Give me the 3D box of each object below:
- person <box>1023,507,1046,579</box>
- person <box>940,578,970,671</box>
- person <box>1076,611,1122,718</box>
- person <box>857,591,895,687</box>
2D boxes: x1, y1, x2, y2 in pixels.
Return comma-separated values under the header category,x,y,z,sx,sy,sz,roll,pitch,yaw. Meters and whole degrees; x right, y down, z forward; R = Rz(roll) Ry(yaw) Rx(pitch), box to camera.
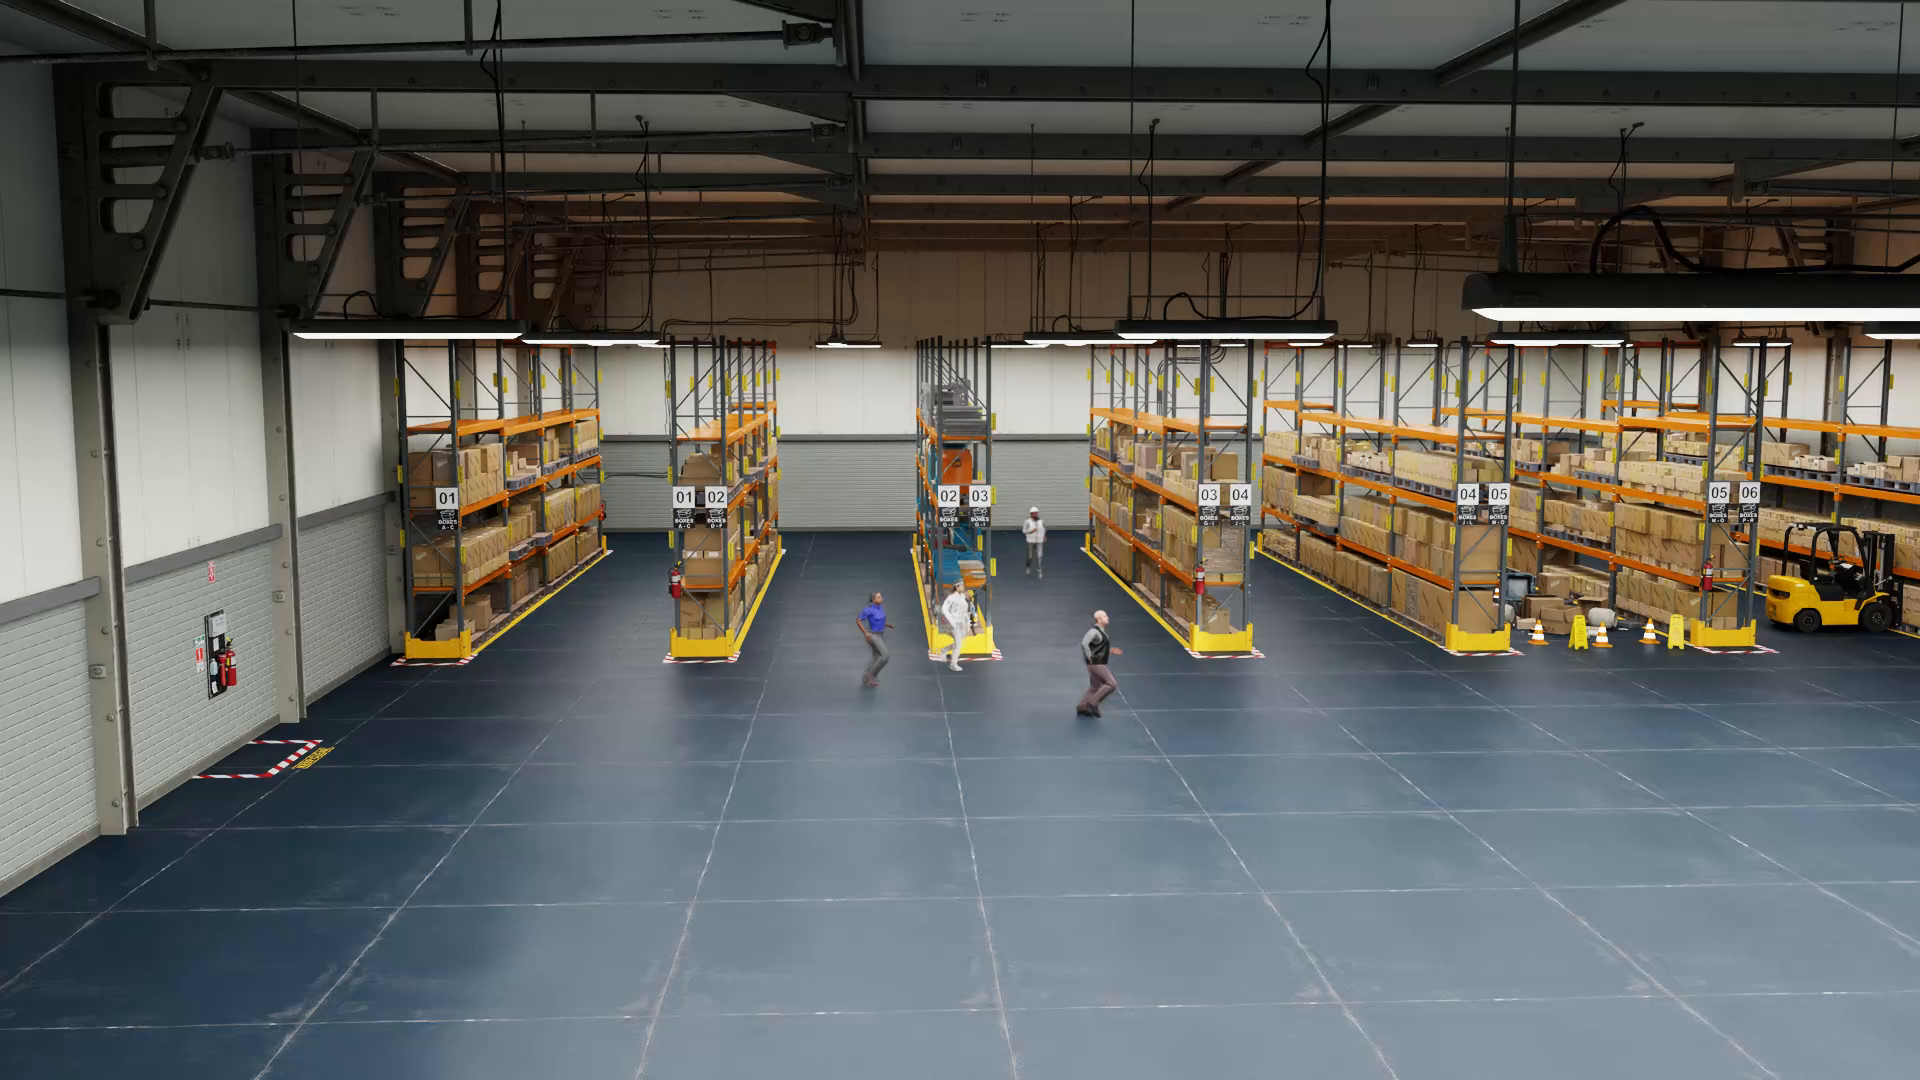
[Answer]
category,x,y,z,sx,sy,sz,roll,pitch,yaw
person,1.885,0.053,41.966,0.652,1.768,0.960,-1,7,-11
person,-0.093,1.507,30.121,0.599,1.646,0.663,5,8,38
person,2.168,1.933,25.969,0.724,1.672,0.584,1,7,12
person,-1.402,1.689,28.358,0.636,1.636,0.552,3,7,24
